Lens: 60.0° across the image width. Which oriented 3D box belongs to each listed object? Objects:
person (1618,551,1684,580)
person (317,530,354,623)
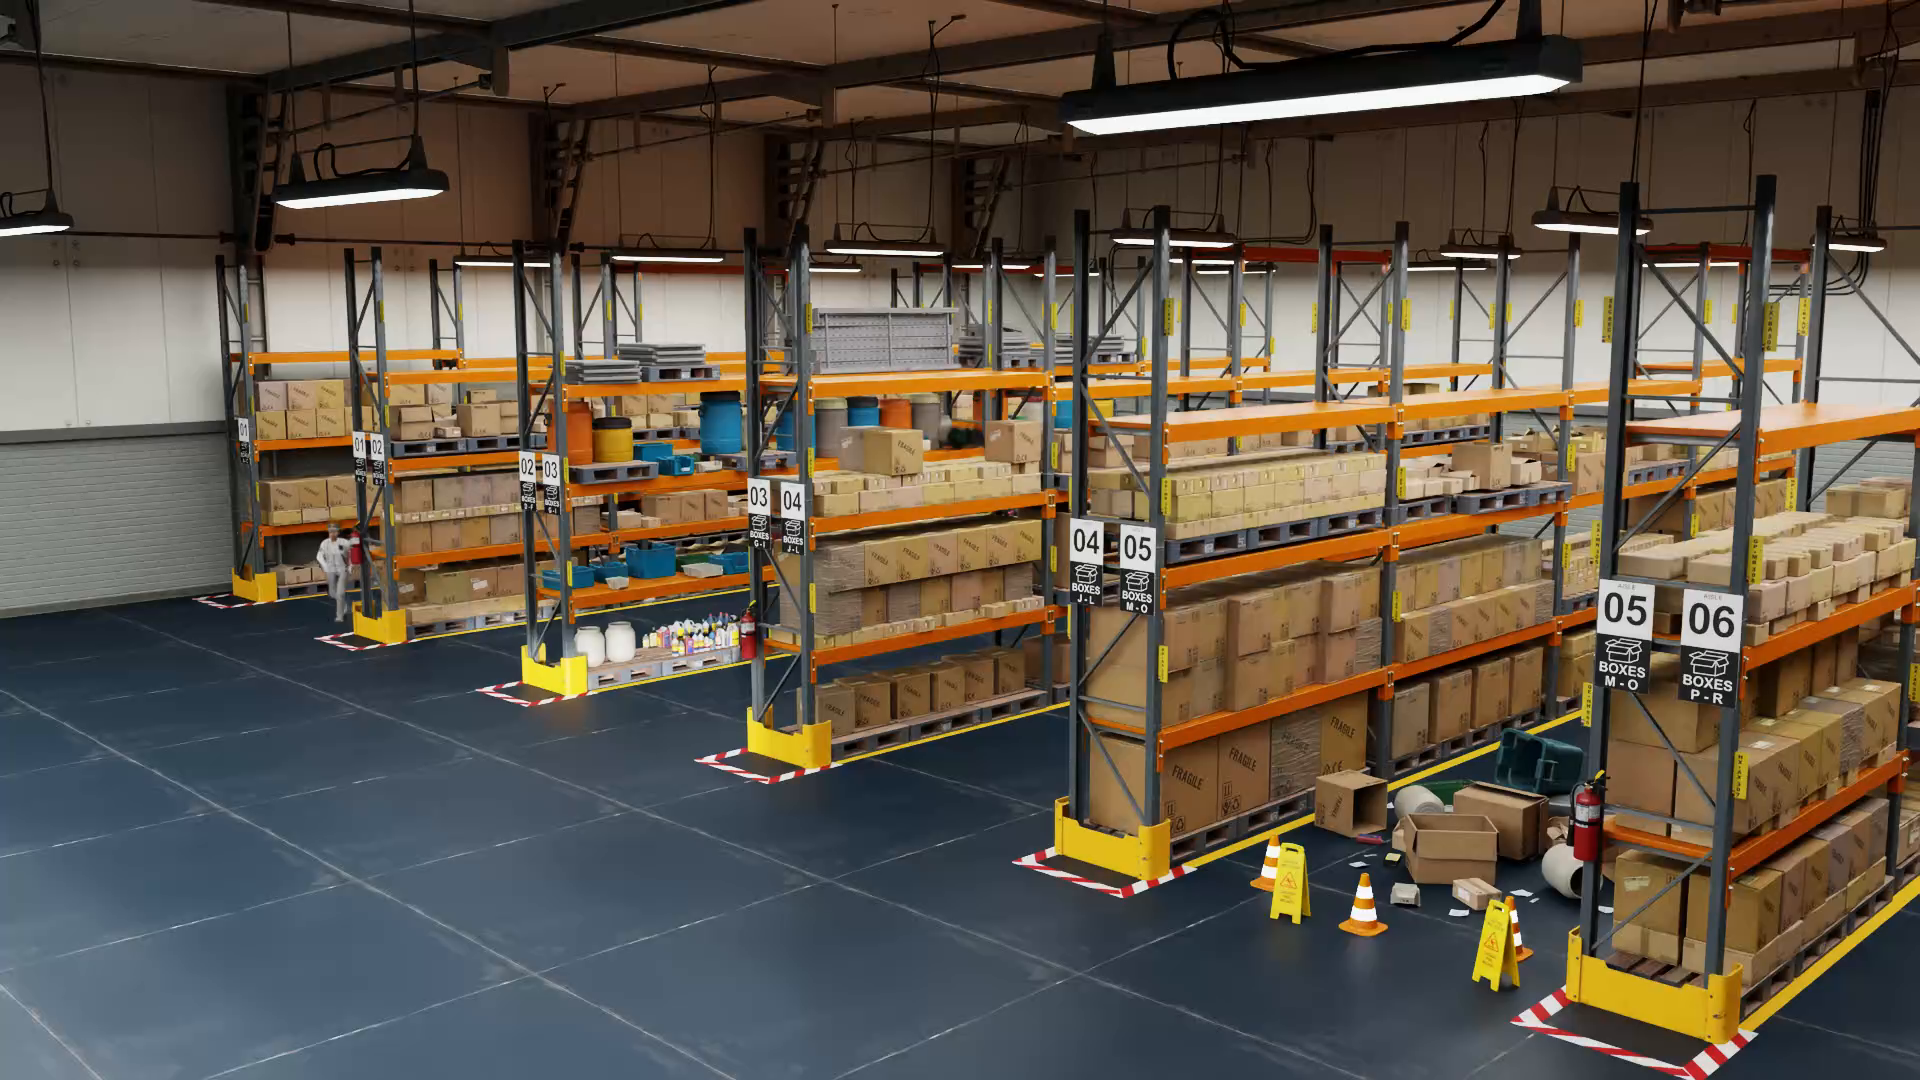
[{"bbox_3d":[7.885,1.545,13.656,4.249,3.279,5.346,4,9,27],"label":"person"},{"bbox_3d":[-10.207,0.526,27.310,0.609,1.606,0.717,0,8,-2],"label":"person"}]
